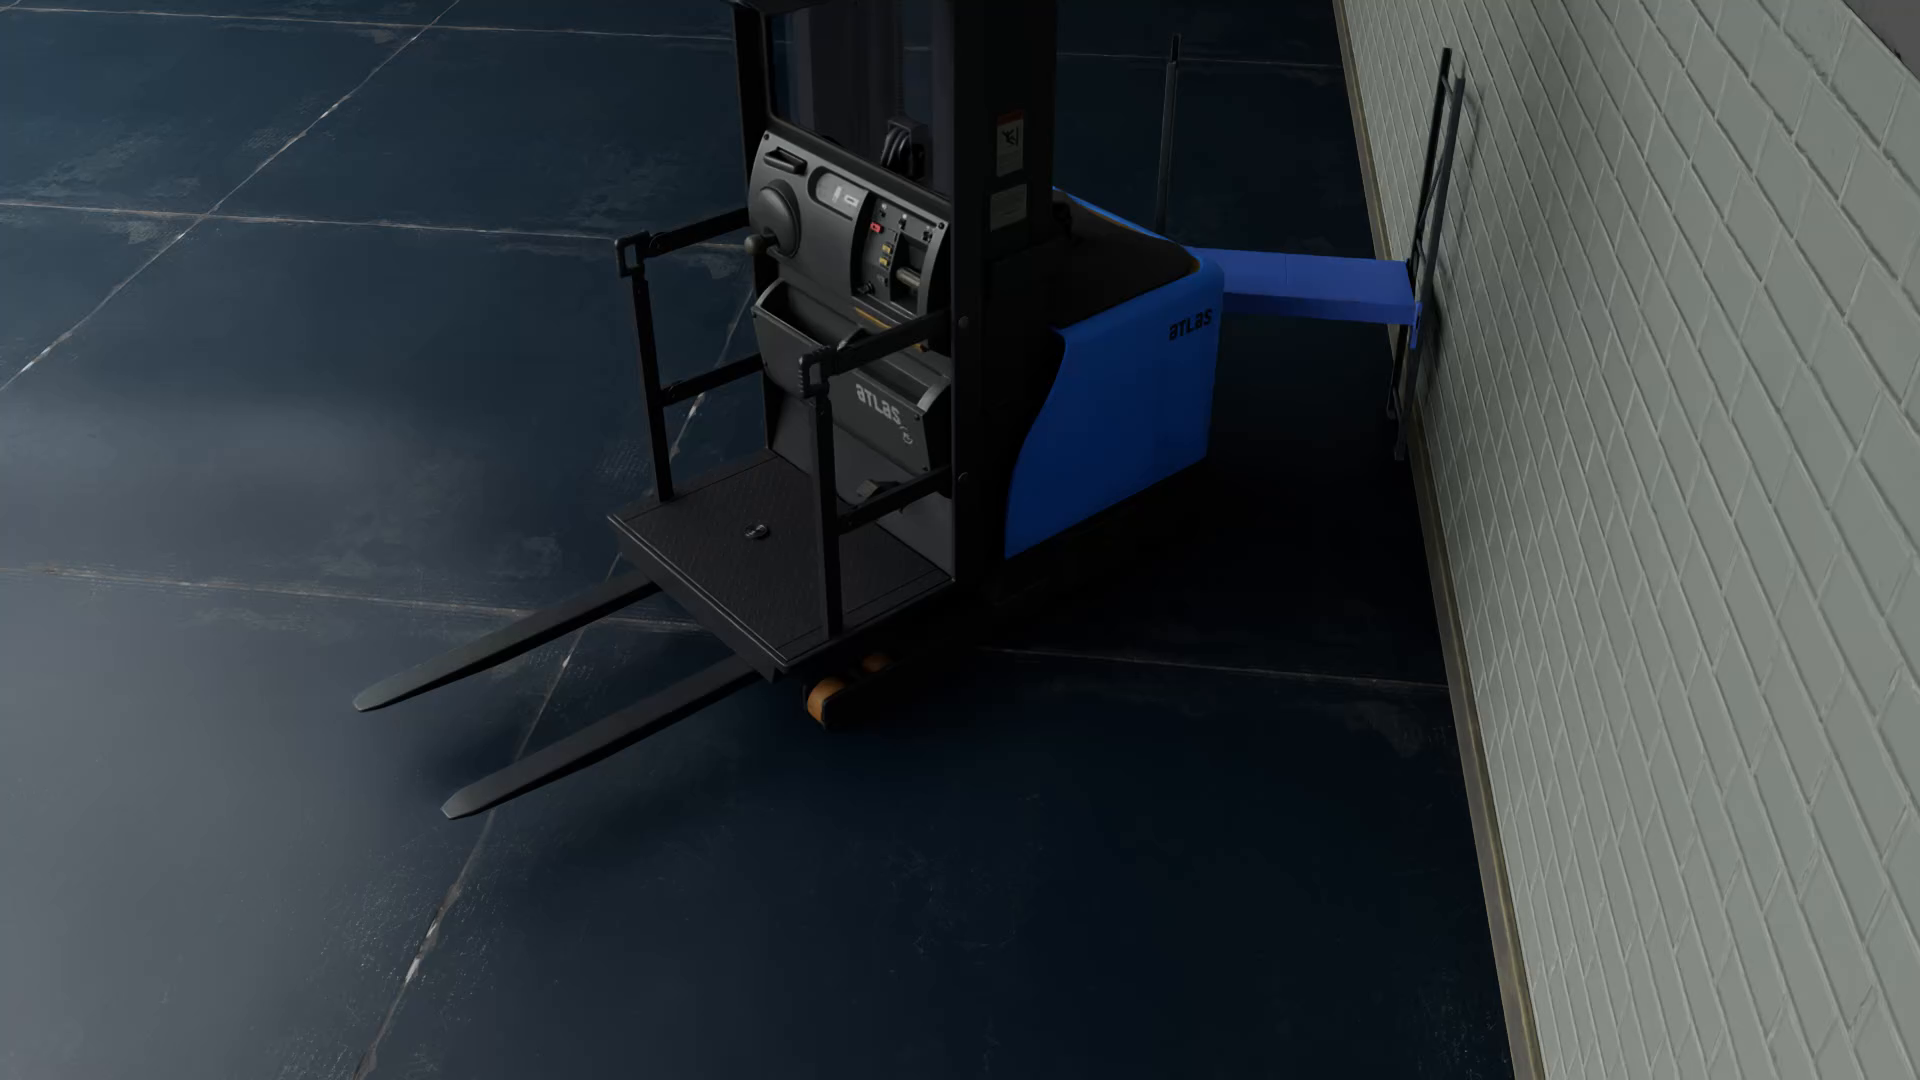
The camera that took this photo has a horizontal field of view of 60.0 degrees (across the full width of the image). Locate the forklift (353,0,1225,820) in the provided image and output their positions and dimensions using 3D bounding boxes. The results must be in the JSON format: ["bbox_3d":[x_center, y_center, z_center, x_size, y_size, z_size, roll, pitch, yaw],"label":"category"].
[{"bbox_3d":[-0.518,-0.930,5.030,3.031,2.935,1.130,-26,43,-32],"label":"forklift"}]

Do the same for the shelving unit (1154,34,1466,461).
[{"bbox_3d":[1.289,-1.134,6.503,1.048,1.500,0.538,5,29,7],"label":"shelving unit"}]

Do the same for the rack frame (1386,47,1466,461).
[{"bbox_3d":[1.792,-1.089,6.440,0.032,1.500,0.500,5,29,7],"label":"rack frame"}]

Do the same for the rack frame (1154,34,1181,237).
[{"bbox_3d":[0.787,-1.178,6.566,0.032,1.500,0.500,5,29,7],"label":"rack frame"}]

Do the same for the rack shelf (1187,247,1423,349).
[{"bbox_3d":[1.286,-0.976,6.590,1.000,0.185,0.538,5,29,7],"label":"rack shelf"}]
